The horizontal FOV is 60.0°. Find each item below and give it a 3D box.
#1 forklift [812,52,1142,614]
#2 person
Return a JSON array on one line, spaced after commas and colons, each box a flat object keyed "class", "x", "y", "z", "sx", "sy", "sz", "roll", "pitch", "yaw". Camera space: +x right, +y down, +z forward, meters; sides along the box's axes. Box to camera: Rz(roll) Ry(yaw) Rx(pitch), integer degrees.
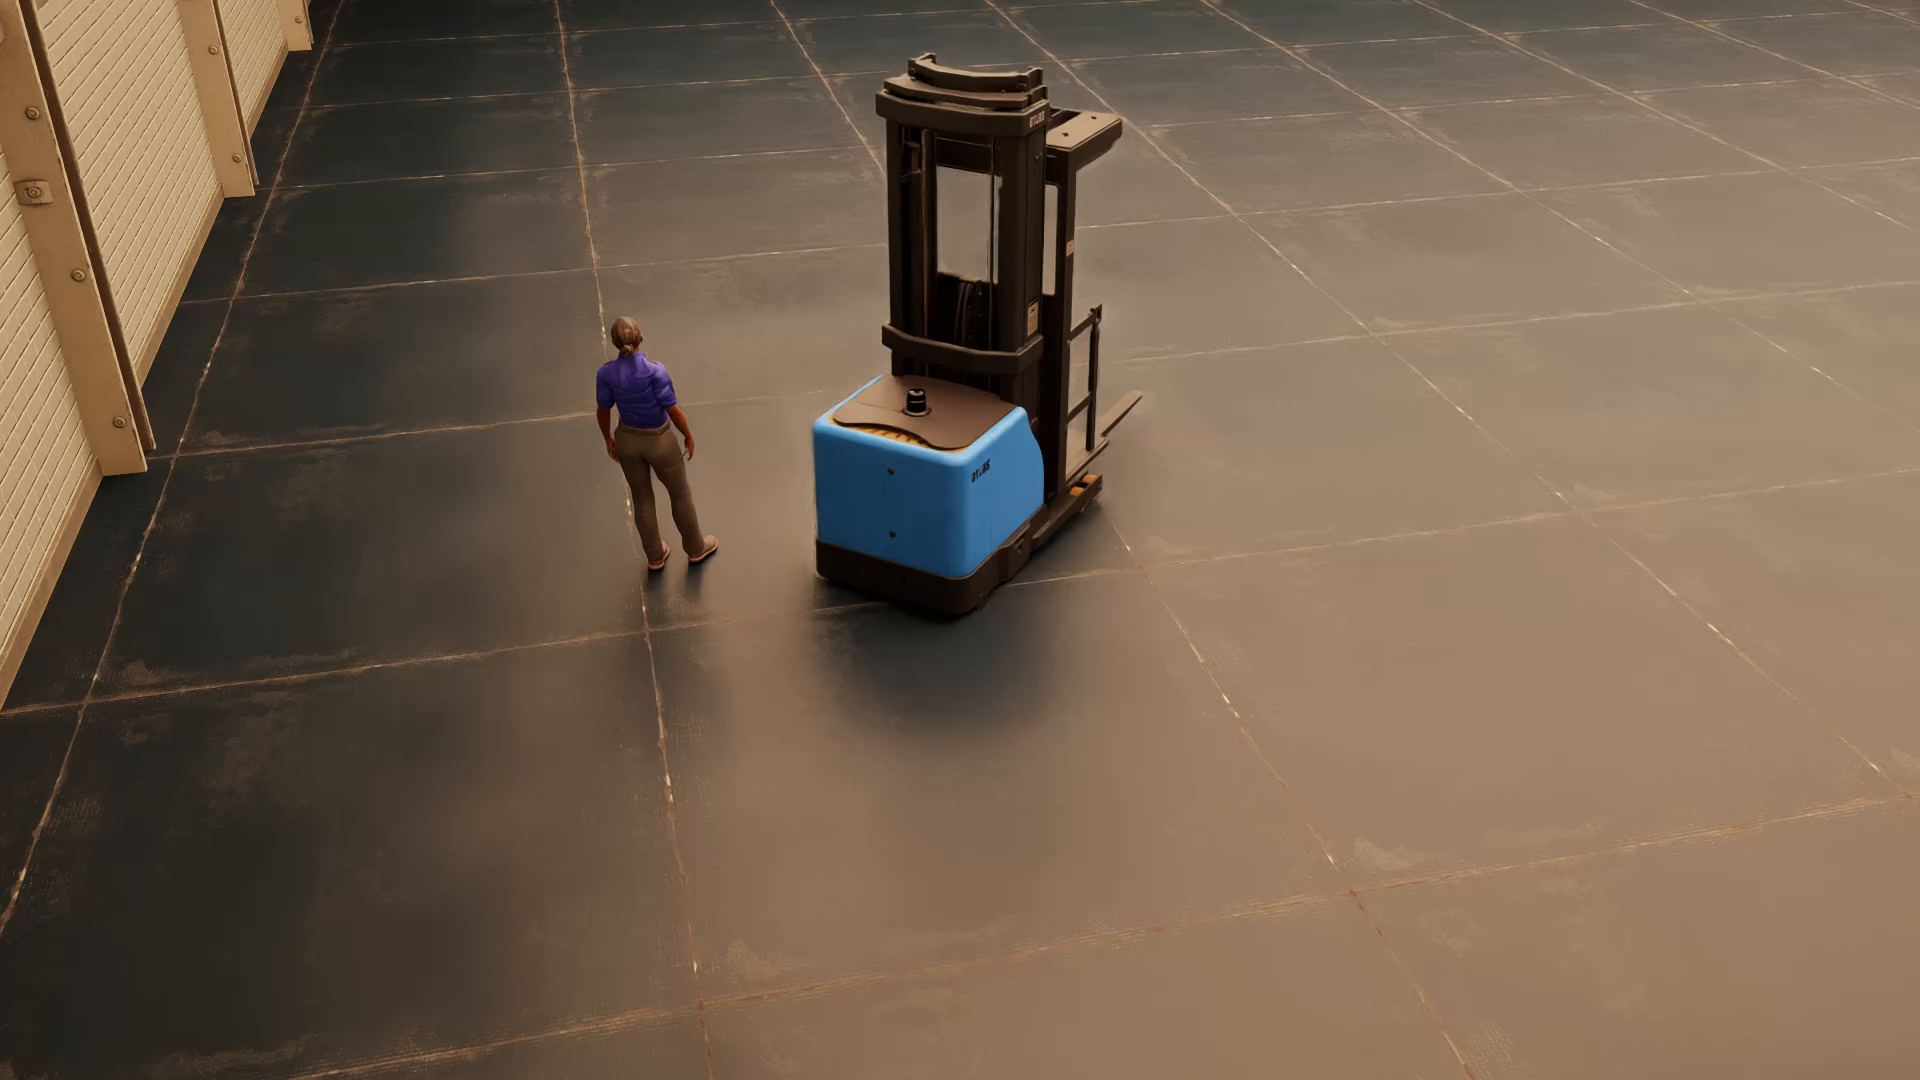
[{"class": "forklift", "x": 0.283, "y": -1.547, "z": 10.247, "sx": 1.130, "sy": 2.935, "sz": 3.031, "roll": 15, "pitch": 33, "yaw": 25}, {"class": "person", "x": -1.821, "y": -0.596, "z": 9.864, "sx": 0.570, "sy": 1.654, "sz": 0.504, "roll": 3, "pitch": 30, "yaw": 6}]
